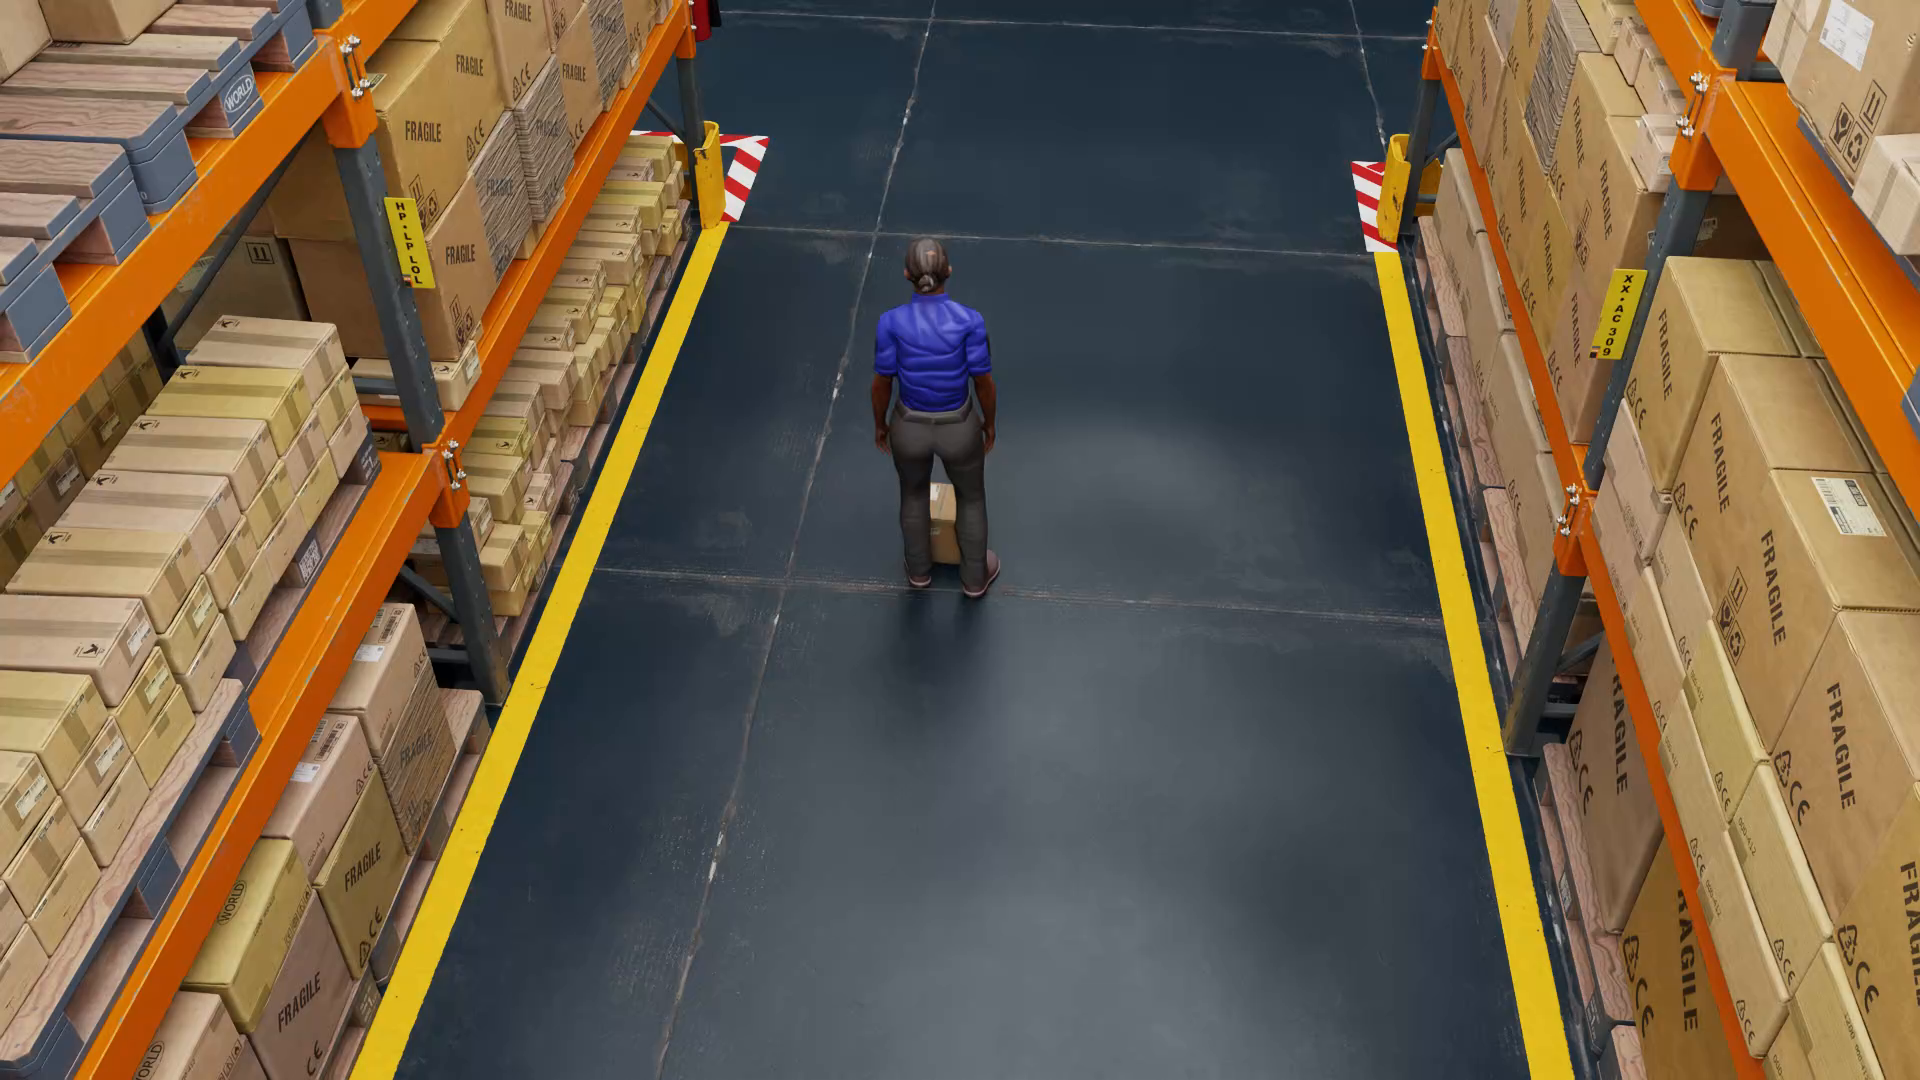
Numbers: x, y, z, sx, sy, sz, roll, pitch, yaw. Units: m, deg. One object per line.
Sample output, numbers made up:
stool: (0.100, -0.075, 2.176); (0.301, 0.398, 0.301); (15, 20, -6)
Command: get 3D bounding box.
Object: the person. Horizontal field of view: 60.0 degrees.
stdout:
person: (-0.088, -0.472, 6.718); (0.525, 1.653, 0.402); (1, 40, 1)
